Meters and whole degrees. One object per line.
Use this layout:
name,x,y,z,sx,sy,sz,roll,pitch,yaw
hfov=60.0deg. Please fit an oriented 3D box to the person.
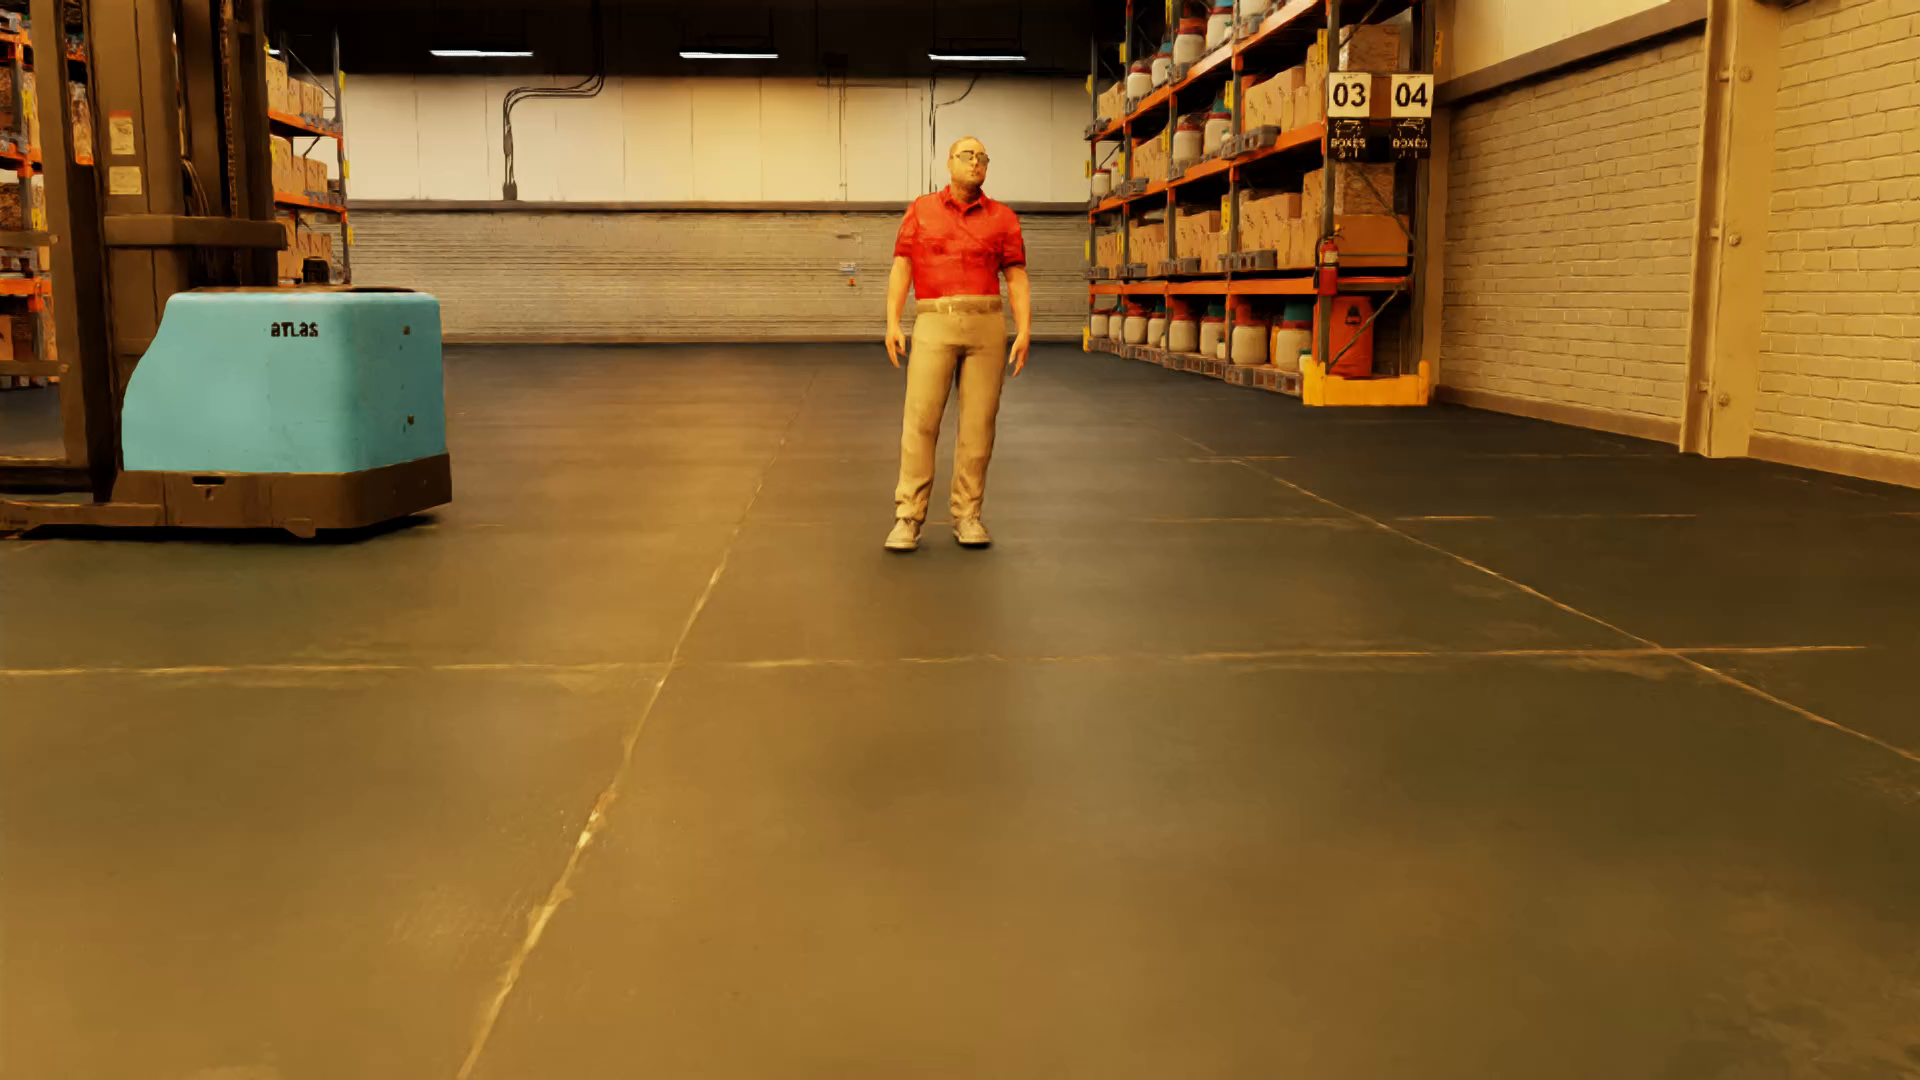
person,-0.006,-0.849,7.092,0.640,1.727,0.550,-1,8,-4

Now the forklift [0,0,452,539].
forklift,-4.026,-1.529,7.630,3.031,2.935,1.130,1,9,7
